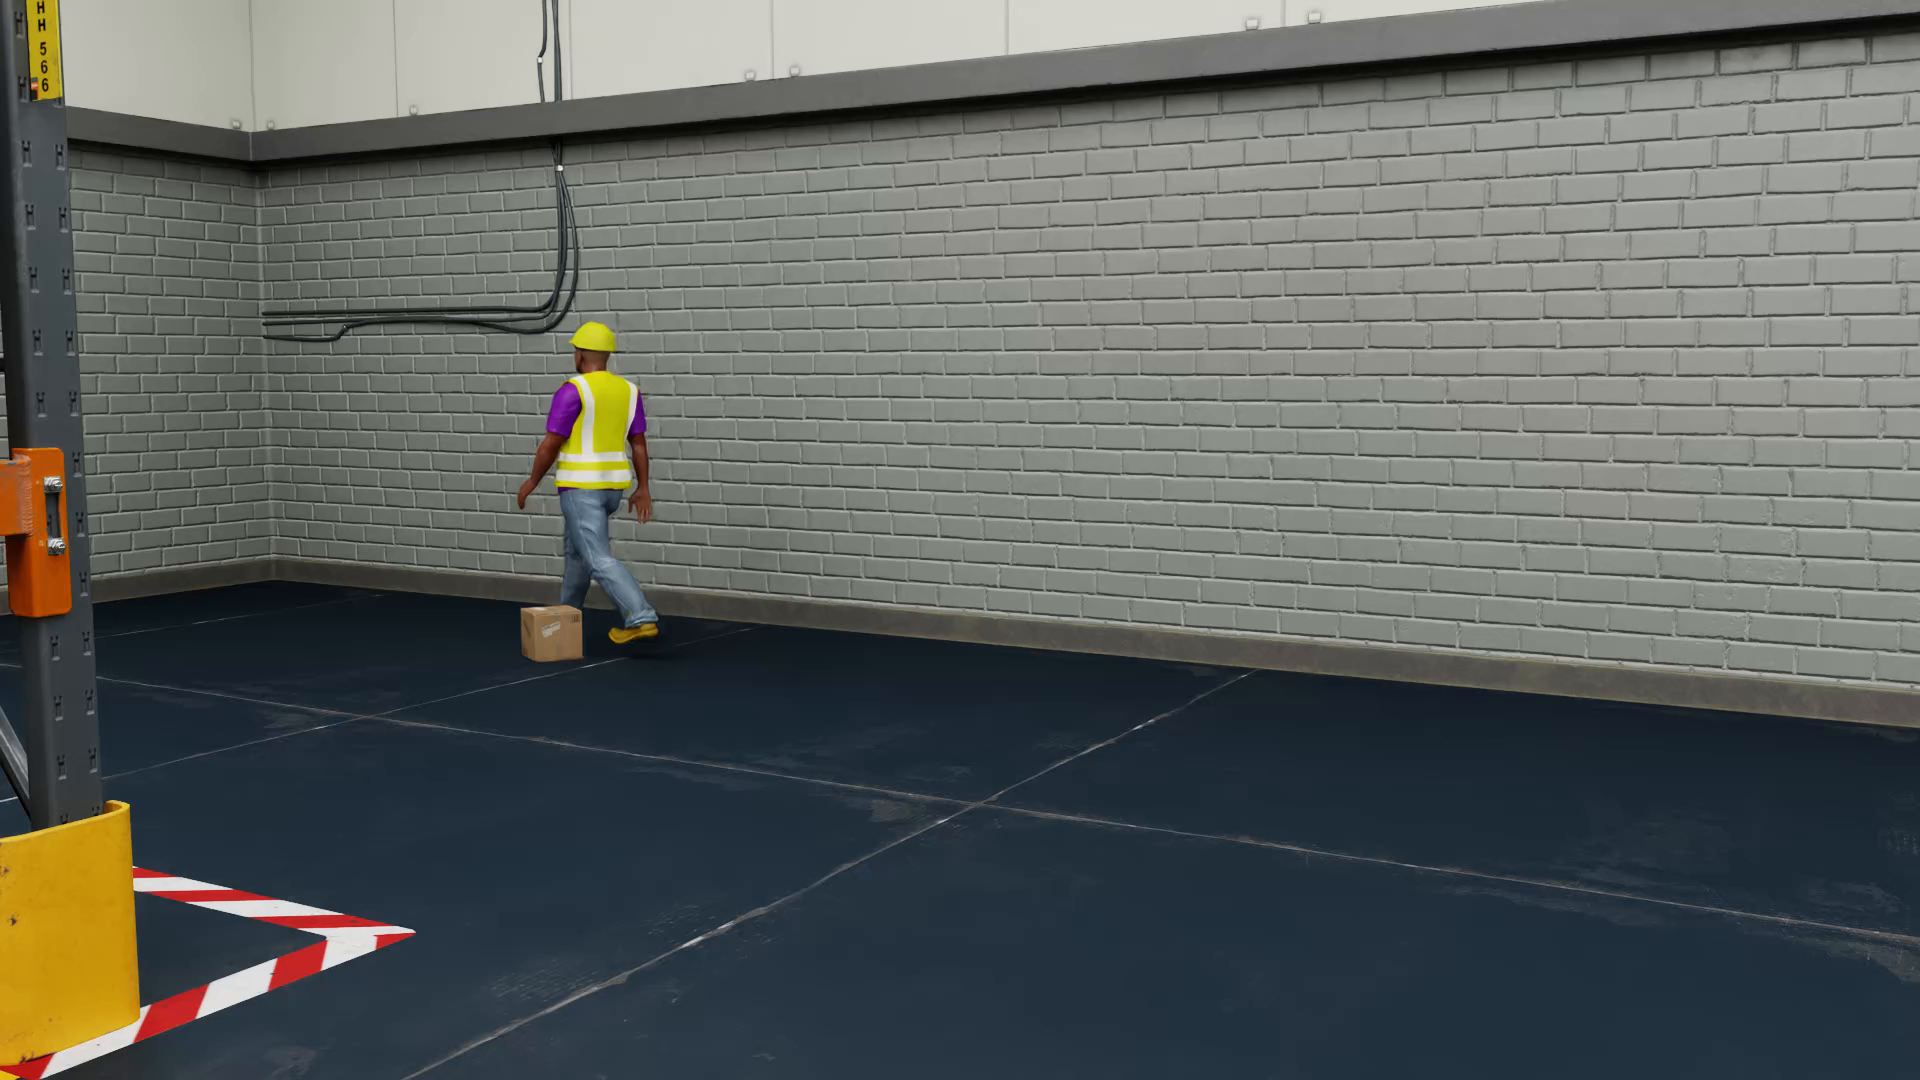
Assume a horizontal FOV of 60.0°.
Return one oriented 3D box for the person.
[{"bbox_3d":[-1.973,-0.287,8.820,1.050,1.724,0.578,3,7,30],"label":"person"}]
